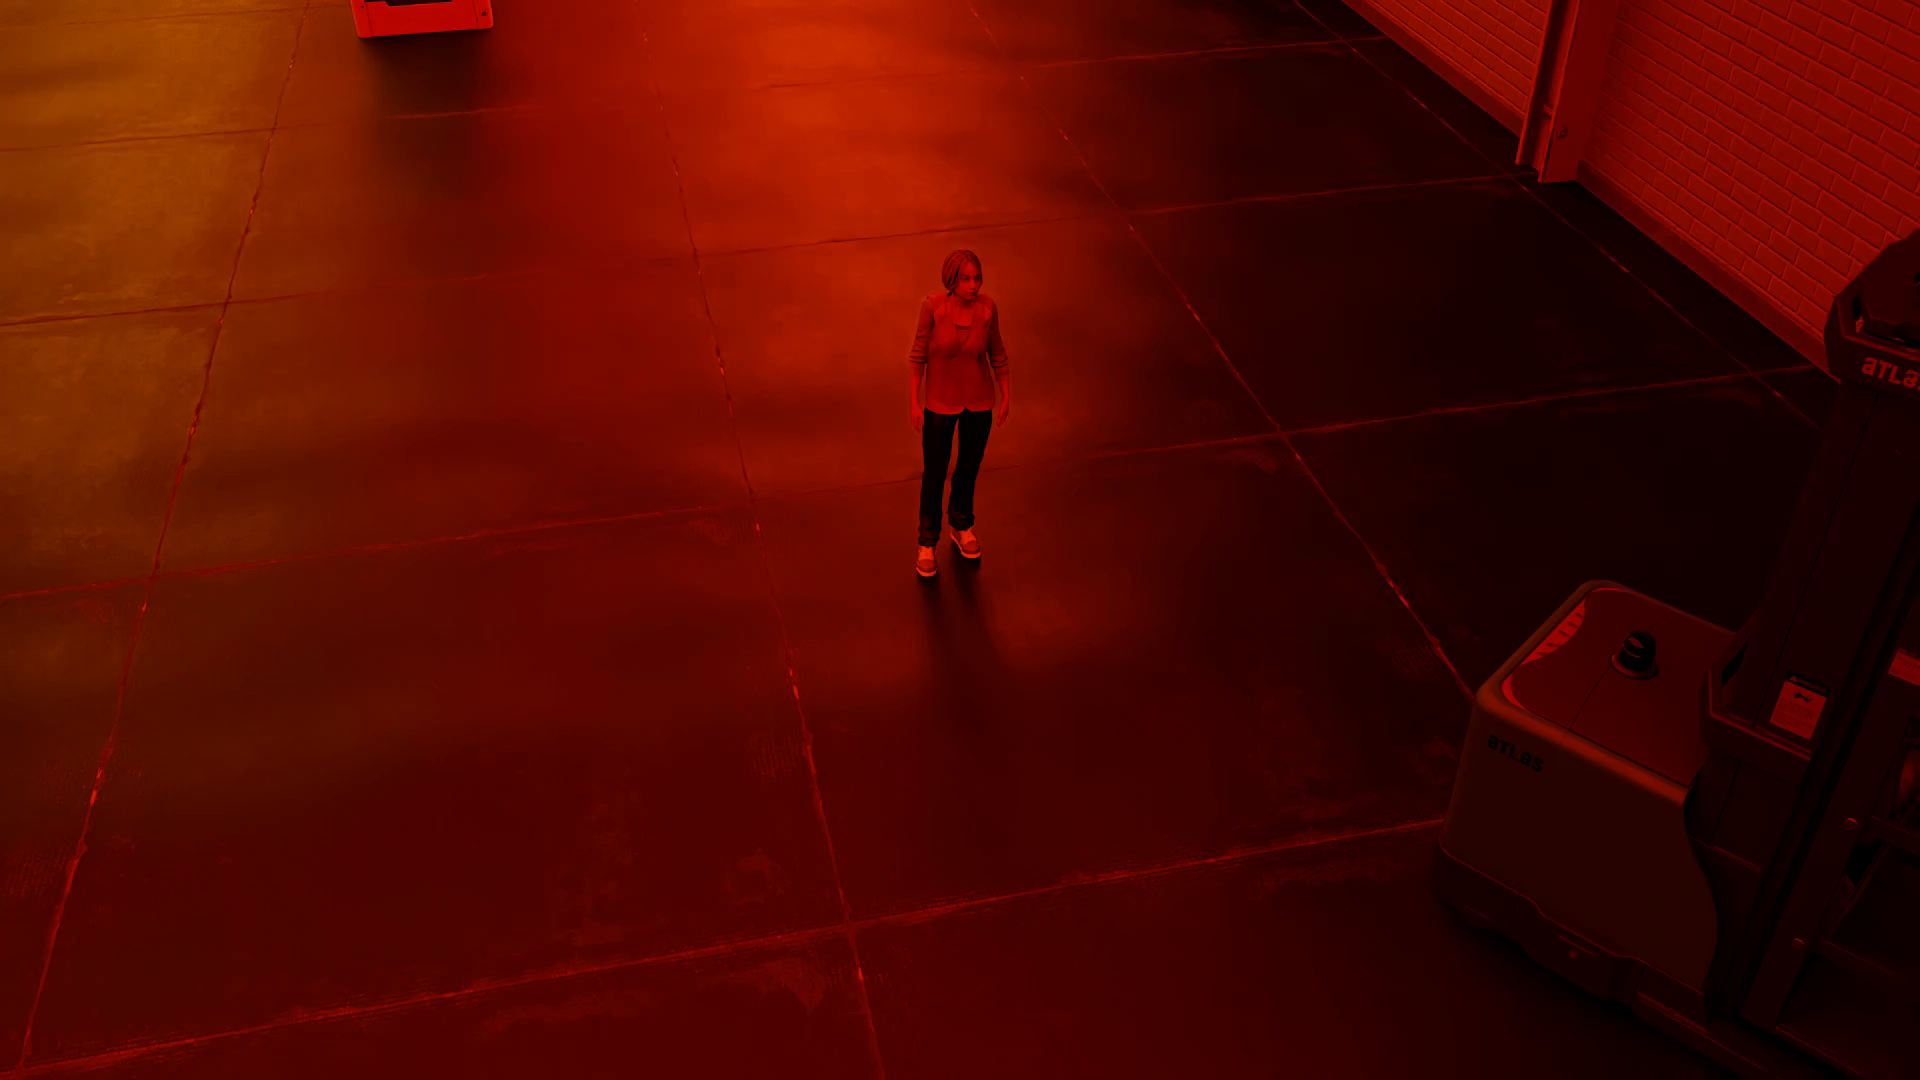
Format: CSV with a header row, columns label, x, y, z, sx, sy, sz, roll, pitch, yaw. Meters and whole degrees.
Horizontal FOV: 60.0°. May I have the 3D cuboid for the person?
label,x,y,z,sx,sy,sz,roll,pitch,yaw
person,0.003,-0.608,8.028,0.521,1.595,0.473,-8,36,-11

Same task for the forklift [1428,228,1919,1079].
label,x,y,z,sx,sy,sz,roll,pitch,yaw
forklift,3.277,0.597,5.220,3.031,2.935,1.130,28,44,33
